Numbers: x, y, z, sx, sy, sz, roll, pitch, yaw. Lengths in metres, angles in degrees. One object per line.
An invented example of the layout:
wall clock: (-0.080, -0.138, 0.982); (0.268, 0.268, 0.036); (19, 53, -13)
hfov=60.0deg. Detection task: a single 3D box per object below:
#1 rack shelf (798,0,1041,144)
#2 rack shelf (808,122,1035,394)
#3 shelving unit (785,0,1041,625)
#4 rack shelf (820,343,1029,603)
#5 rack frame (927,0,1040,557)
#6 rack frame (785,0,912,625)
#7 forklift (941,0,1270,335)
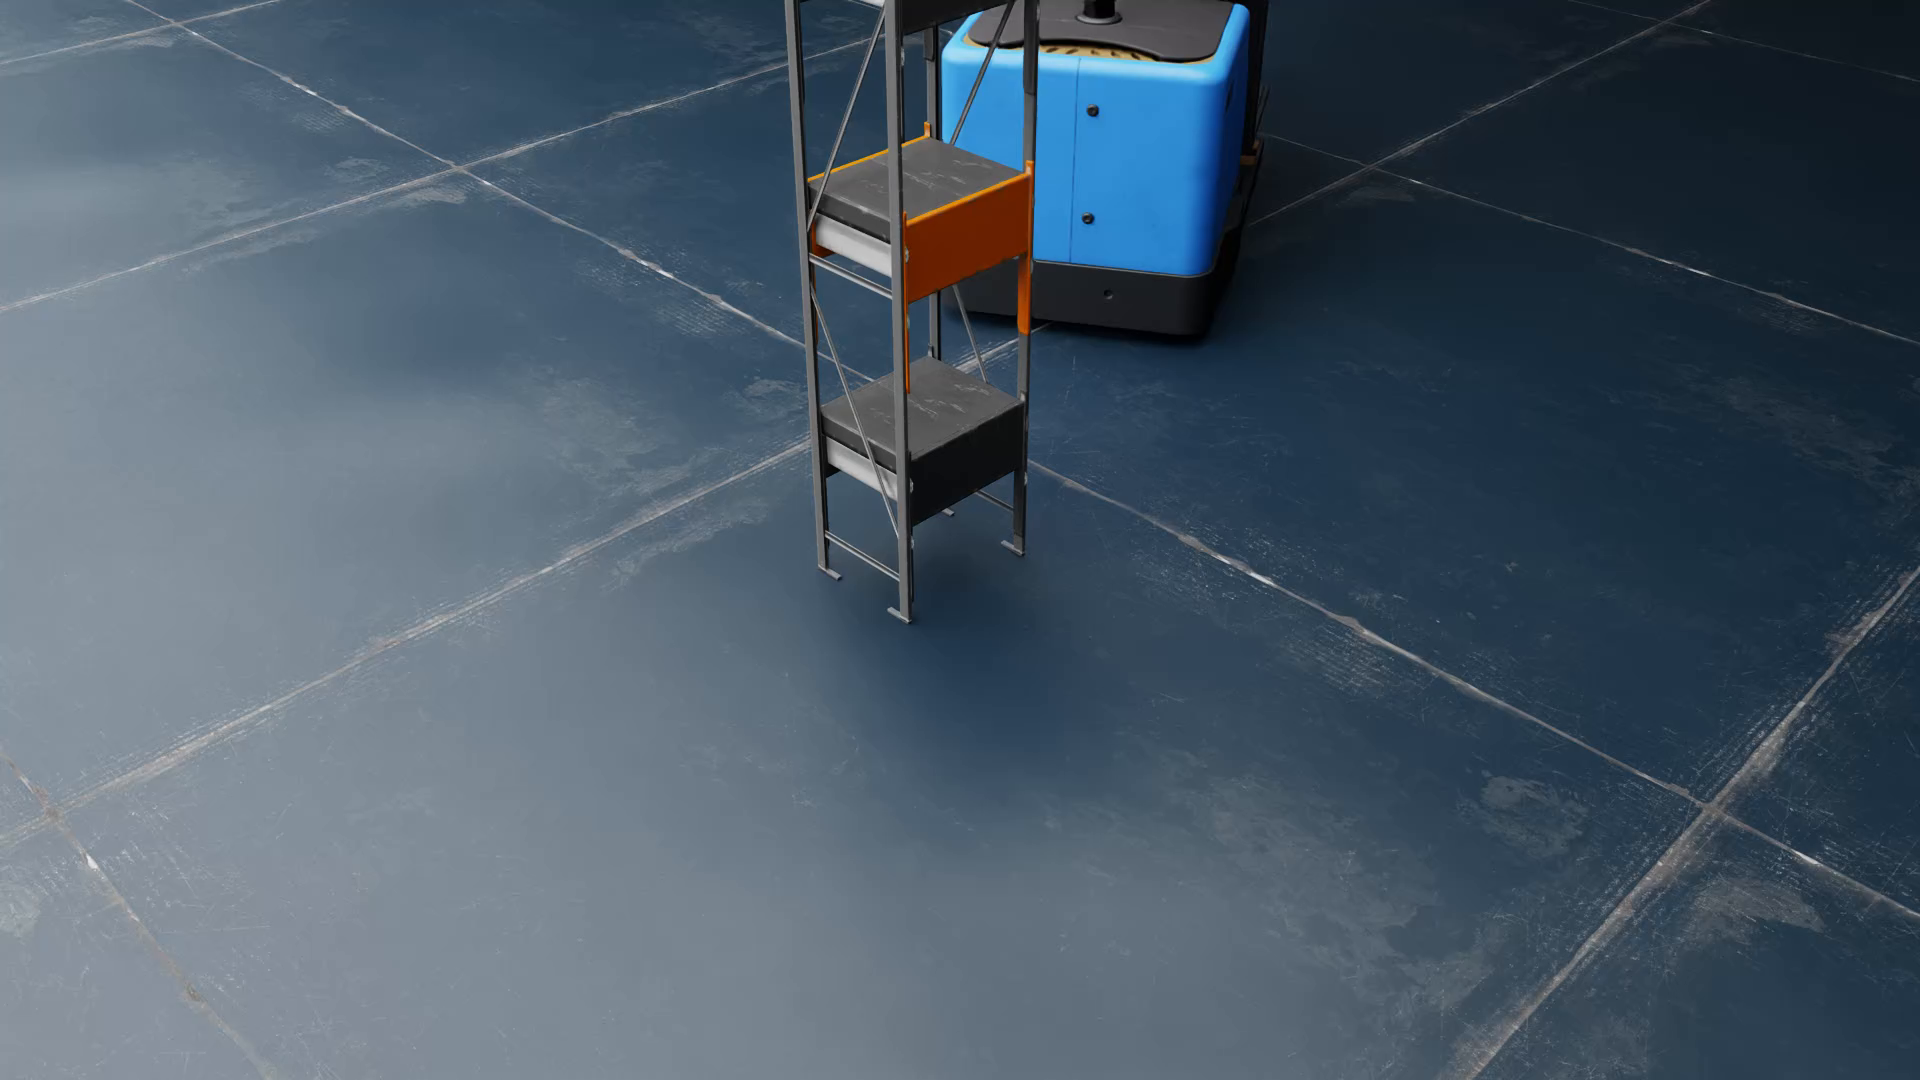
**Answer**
rack shelf: (-0.117, -1.357, 4.160); (0.431, 0.518, 0.480); (30, 45, 35)
rack shelf: (-0.117, -0.783, 4.561); (0.431, 0.518, 0.480); (30, 45, 35)
shelving unit: (-0.117, -0.794, 4.553); (0.431, 2.100, 0.503); (30, 45, 35)
rack shelf: (-0.117, -0.209, 4.961); (0.431, 0.518, 0.480); (30, 45, 35)
rack frame: (0.055, -0.893, 4.695); (0.400, 2.100, 0.015); (30, 45, 35)
rack frame: (-0.289, -0.695, 4.411); (0.400, 2.100, 0.015); (30, 45, 35)
forklift: (0.776, -2.809, 6.715); (1.130, 2.935, 3.031); (8, 36, 12)
